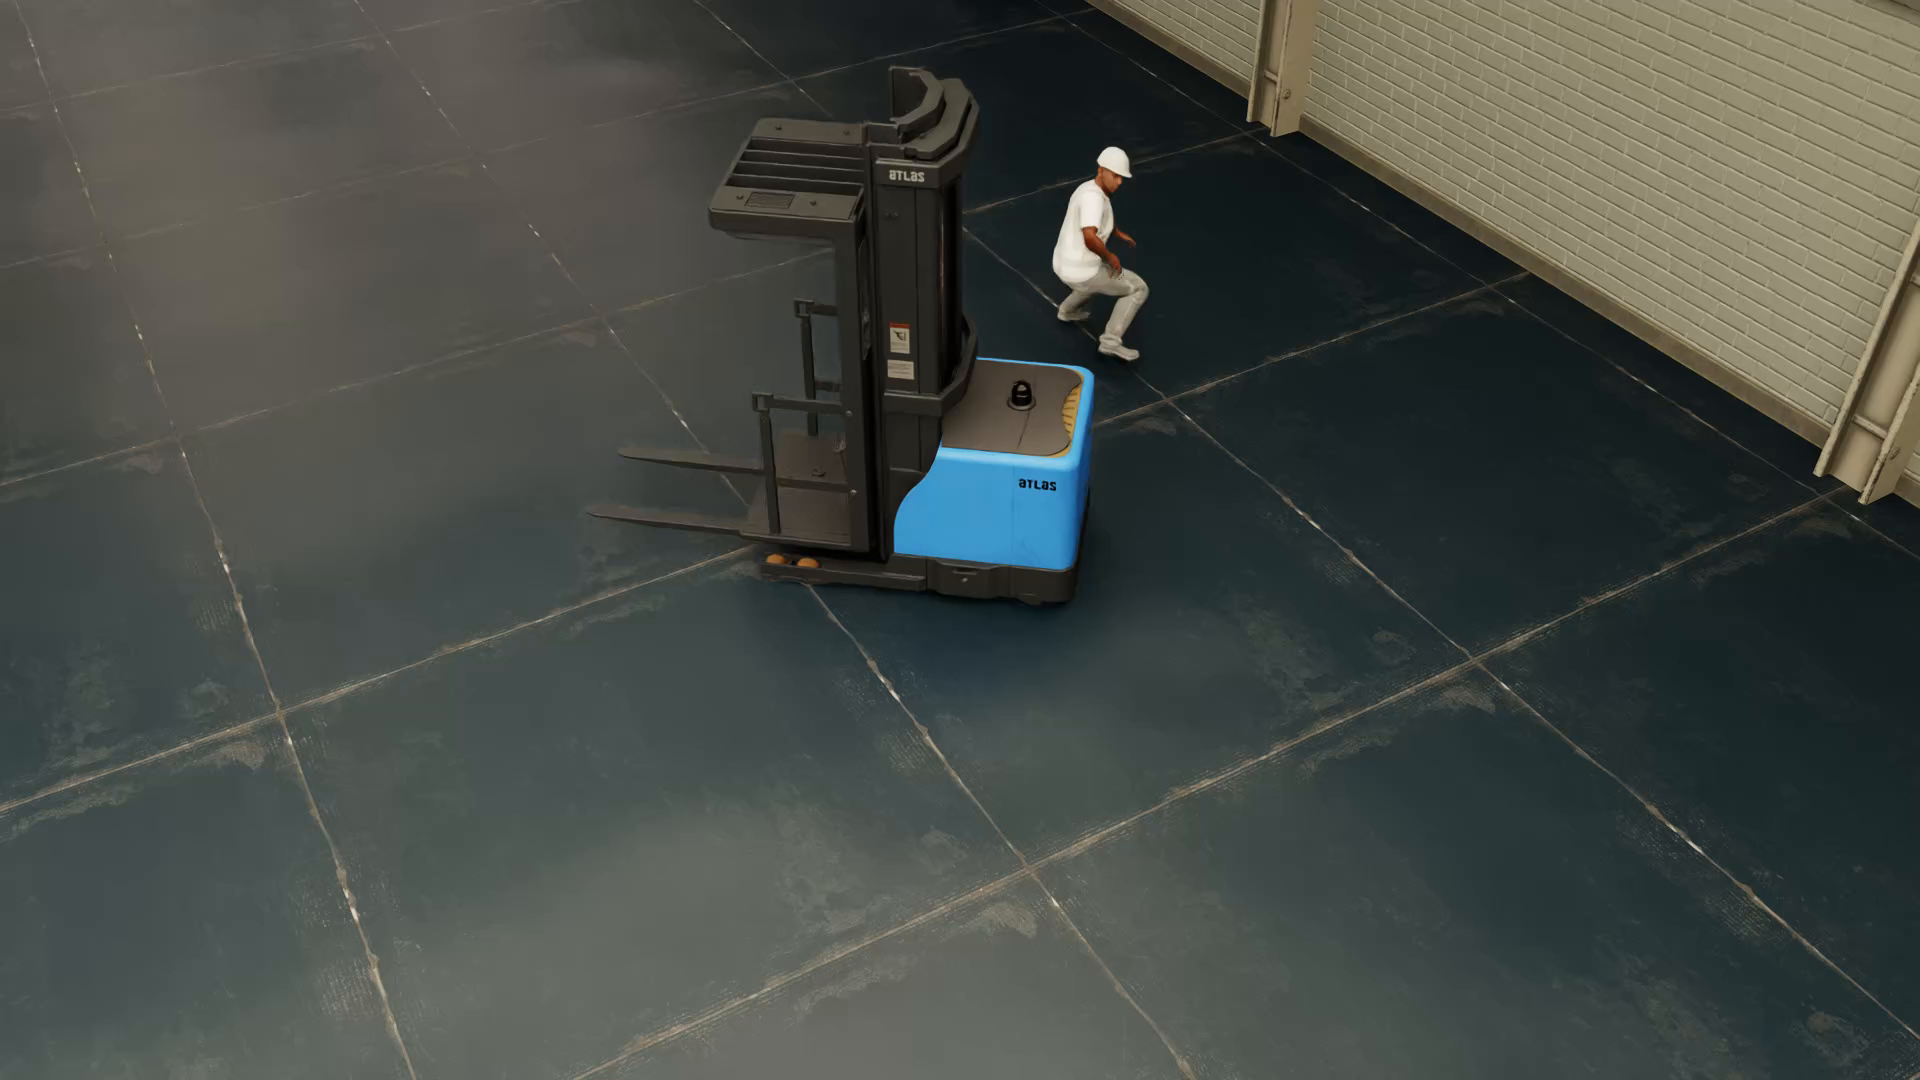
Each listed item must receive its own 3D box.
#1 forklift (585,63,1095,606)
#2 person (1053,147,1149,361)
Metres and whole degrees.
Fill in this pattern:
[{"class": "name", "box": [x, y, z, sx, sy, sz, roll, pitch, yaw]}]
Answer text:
[{"class": "forklift", "box": [-0.751, -1.181, 9.461, 3.031, 2.935, 1.130, 6, 40, 7]}, {"class": "person", "box": [0.993, -1.993, 11.608, 0.716, 1.533, 0.887, -7, 40, -9]}]
